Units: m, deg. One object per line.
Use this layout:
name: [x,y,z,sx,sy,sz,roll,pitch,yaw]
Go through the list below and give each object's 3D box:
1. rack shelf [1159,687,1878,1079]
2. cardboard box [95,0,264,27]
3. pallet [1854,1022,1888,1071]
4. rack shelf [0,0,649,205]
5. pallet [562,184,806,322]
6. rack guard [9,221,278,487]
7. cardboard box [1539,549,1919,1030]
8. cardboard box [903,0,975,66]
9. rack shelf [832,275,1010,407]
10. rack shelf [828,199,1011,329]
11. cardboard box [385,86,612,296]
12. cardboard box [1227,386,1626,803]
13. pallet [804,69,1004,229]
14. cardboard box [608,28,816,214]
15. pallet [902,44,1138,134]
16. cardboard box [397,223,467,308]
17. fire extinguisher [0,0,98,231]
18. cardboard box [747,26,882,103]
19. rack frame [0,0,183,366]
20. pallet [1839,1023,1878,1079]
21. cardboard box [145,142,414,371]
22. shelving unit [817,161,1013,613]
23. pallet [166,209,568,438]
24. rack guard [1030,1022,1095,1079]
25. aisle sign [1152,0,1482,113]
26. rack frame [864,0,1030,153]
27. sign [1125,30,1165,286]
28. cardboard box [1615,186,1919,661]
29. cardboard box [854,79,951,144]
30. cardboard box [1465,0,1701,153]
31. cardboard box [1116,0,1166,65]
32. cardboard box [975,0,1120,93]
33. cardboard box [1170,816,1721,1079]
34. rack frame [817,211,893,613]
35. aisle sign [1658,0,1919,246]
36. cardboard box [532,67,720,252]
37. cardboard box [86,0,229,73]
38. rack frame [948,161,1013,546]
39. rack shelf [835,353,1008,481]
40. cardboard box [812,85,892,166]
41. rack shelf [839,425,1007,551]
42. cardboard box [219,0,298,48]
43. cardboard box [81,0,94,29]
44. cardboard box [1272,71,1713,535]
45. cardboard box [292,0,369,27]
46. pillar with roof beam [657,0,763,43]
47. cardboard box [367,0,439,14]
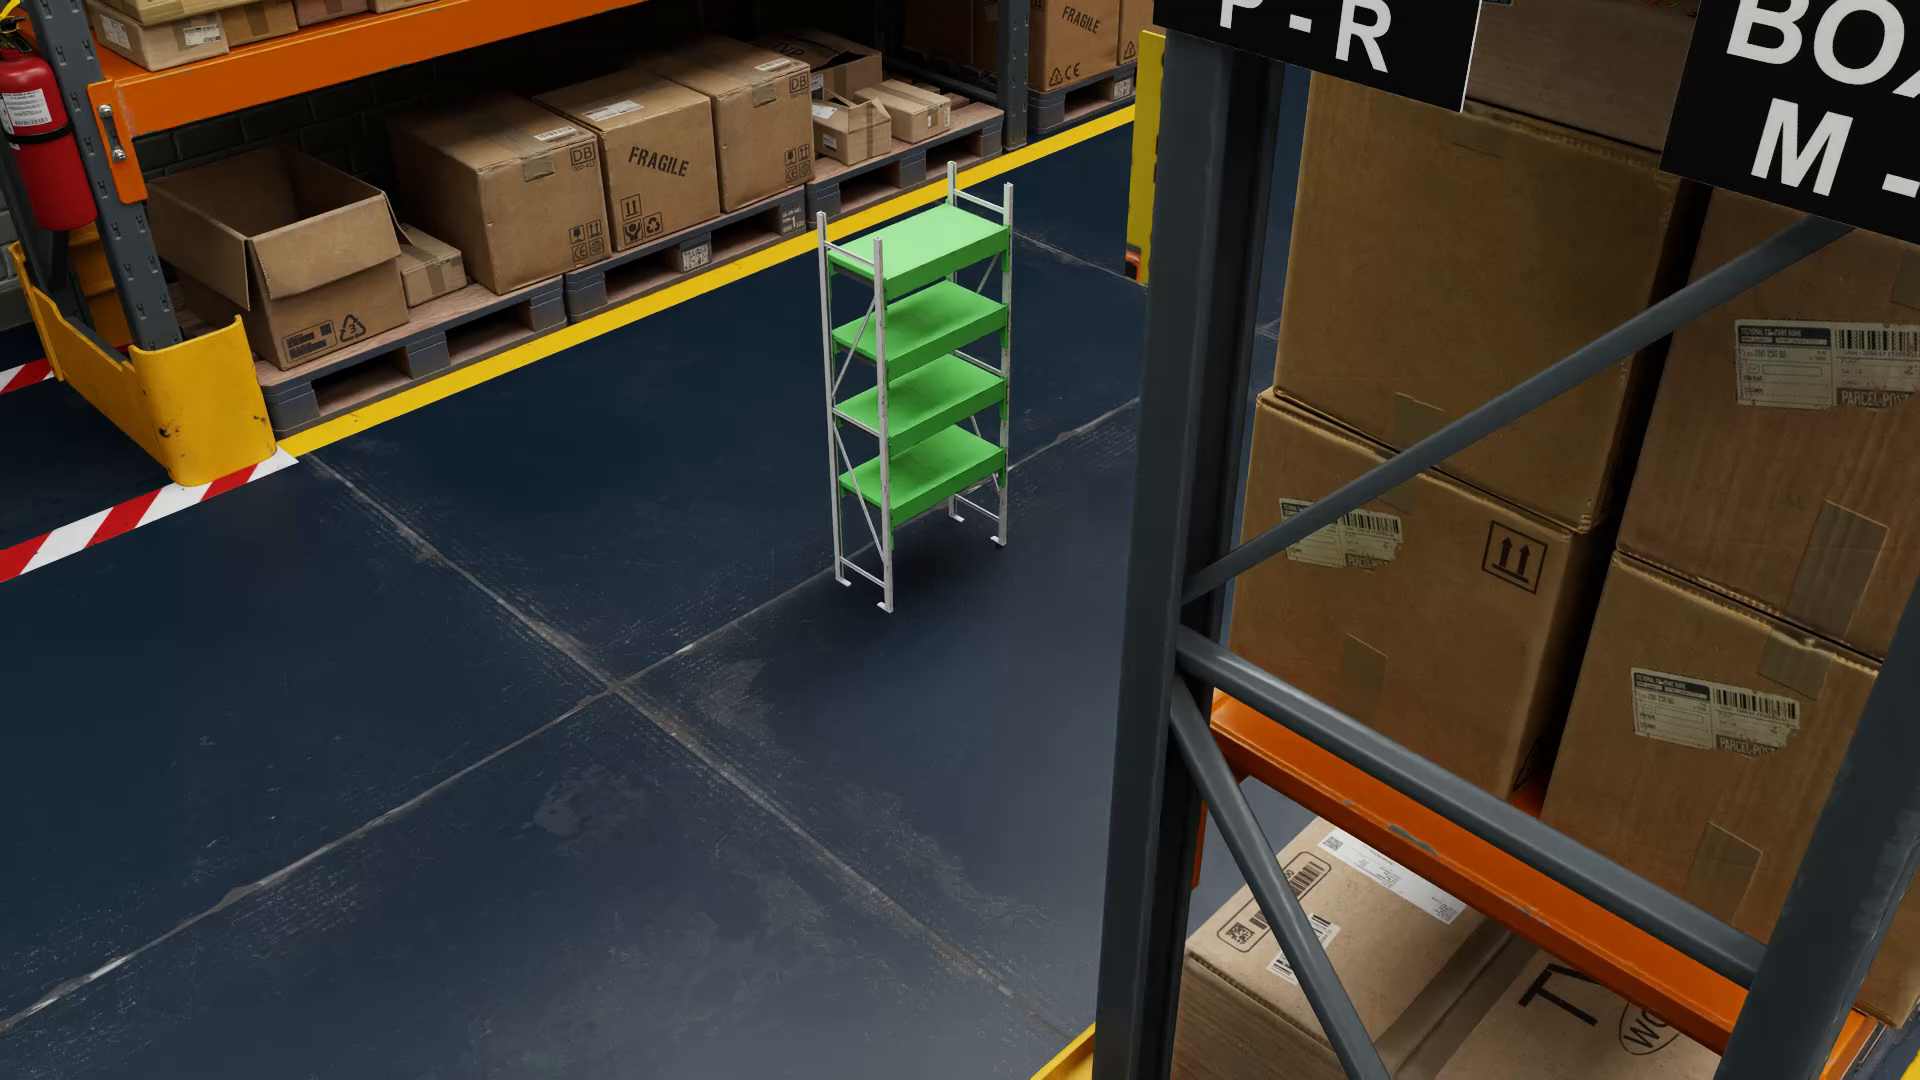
rack shelf: [2.038,-0.182,3.517,1.077,0.370,4.000,30,45,35]
cardboard box: [-2.385,-1.800,5.080,0.500,0.250,0.500,-30,45,-35]
pallet: [1.996,0.630,4.163,1.003,0.211,1.213,30,45,35]
rack shelf: [-1.487,-2.181,6.384,1.077,0.370,4.000,30,45,35]
pallet: [-1.422,-1.368,7.027,1.003,0.211,1.213,30,45,35]
rack guard: [-2.843,-0.670,5.773,1.175,0.500,0.348,30,45,35]
cardboard box: [1.171,0.215,2.232,0.500,0.500,0.500,29,44,35]
cardboard box: [0.058,-2.753,8.394,0.500,0.500,0.500,29,44,35]
rack shelf: [-0.117,-0.569,4.710,0.258,0.148,0.480,30,45,35]
rack shelf: [-0.117,-0.766,4.572,0.258,0.148,0.480,30,45,35]
cardboard box: [-1.768,-1.352,6.385,0.500,0.500,0.700,-28,44,-34]
cardboard box: [0.781,-0.009,2.553,0.500,0.500,0.500,-30,45,-35]
pallet: [-0.562,-1.866,7.741,1.003,0.211,1.213,30,45,35]
cardboard box: [-1.037,-1.774,6.989,0.700,0.500,0.500,28,43,34]
pallet: [0.468,-2.489,8.635,1.003,0.211,1.213,30,45,35]
cardboard box: [-2.071,-1.034,6.235,0.380,0.149,0.250,28,43,34]
fire extinguisher: [-2.672,-1.233,4.790,0.296,0.674,0.183,30,45,35]
cardboard box: [-0.711,-2.184,7.743,0.500,0.311,0.500,-28,44,-34]
rack frame: [-2.896,-1.664,5.014,1.000,3.000,0.127,30,45,35]
pallet: [1.137,1.123,3.456,1.003,0.211,1.213,30,45,35]
cardboard box: [-2.398,-1.023,5.909,0.797,0.503,0.637,28,43,34]
shelving unit: [-0.117,-0.425,4.810,0.258,1.200,0.503,30,45,35]
pallet: [-2.282,-0.875,6.321,1.003,0.211,1.213,30,45,35]
rack guard: [0.612,1.370,2.849,1.175,0.500,0.348,30,45,35]
aisle sign: [0.358,-0.827,1.541,0.394,0.787,0.004,30,45,35]
rack frame: [-0.078,-3.288,7.342,1.000,3.000,0.127,30,45,35]
sign: [0.254,-0.462,2.070,0.100,0.325,0.005,30,45,35]
cardboard box: [1.169,-0.196,1.948,0.500,0.500,0.500,28,44,34]
cardboard box: [-0.262,-1.946,7.544,0.380,0.149,0.250,28,44,34]
cardboard box: [0.740,-0.609,1.972,0.250,0.149,0.380,-29,44,-35]
cardboard box: [0.791,-2.761,8.404,0.500,0.500,0.500,29,44,35]
cardboard box: [0.423,-2.541,8.089,0.500,0.500,0.500,-28,43,-34]
cardboard box: [1.023,0.905,3.202,0.875,0.438,0.875,28,44,34]
rack frame: [-0.289,-0.326,4.668,0.240,1.200,0.015,30,45,35]
aisle sign: [0.784,-0.585,1.194,0.394,0.787,0.004,30,45,35]
cardboard box: [-1.325,-1.527,6.635,0.500,0.500,0.500,-29,44,-35]
cardboard box: [-2.470,-1.584,5.119,0.380,0.149,0.250,29,44,35]
rack frame: [0.055,-0.524,4.952,0.240,1.200,0.015,30,45,35]
rack shelf: [-0.117,-0.373,4.847,0.258,0.148,0.480,30,45,35]
cardboard box: [-0.513,-1.849,7.302,0.258,0.266,0.396,-28,44,-34]
rack shelf: [-0.117,-0.176,4.984,0.258,0.148,0.480,30,45,35]
cardboard box: [-2.323,-1.706,5.293,0.250,0.149,0.380,-29,44,-35]
cardboard box: [-2.853,-1.804,5.434,0.380,0.149,0.250,29,44,35]
cardboard box: [0.800,-0.408,2.251,0.500,0.500,0.500,-28,44,-34]
cardboard box: [-2.163,-1.827,5.466,0.380,0.149,0.250,29,44,35]
pillar with roof beam: [1.847,-4.094,3.254,9.100,9.000,0.400,30,45,35]
cardboard box: [-1.941,-1.904,5.578,0.250,0.149,0.380,-28,44,-34]
